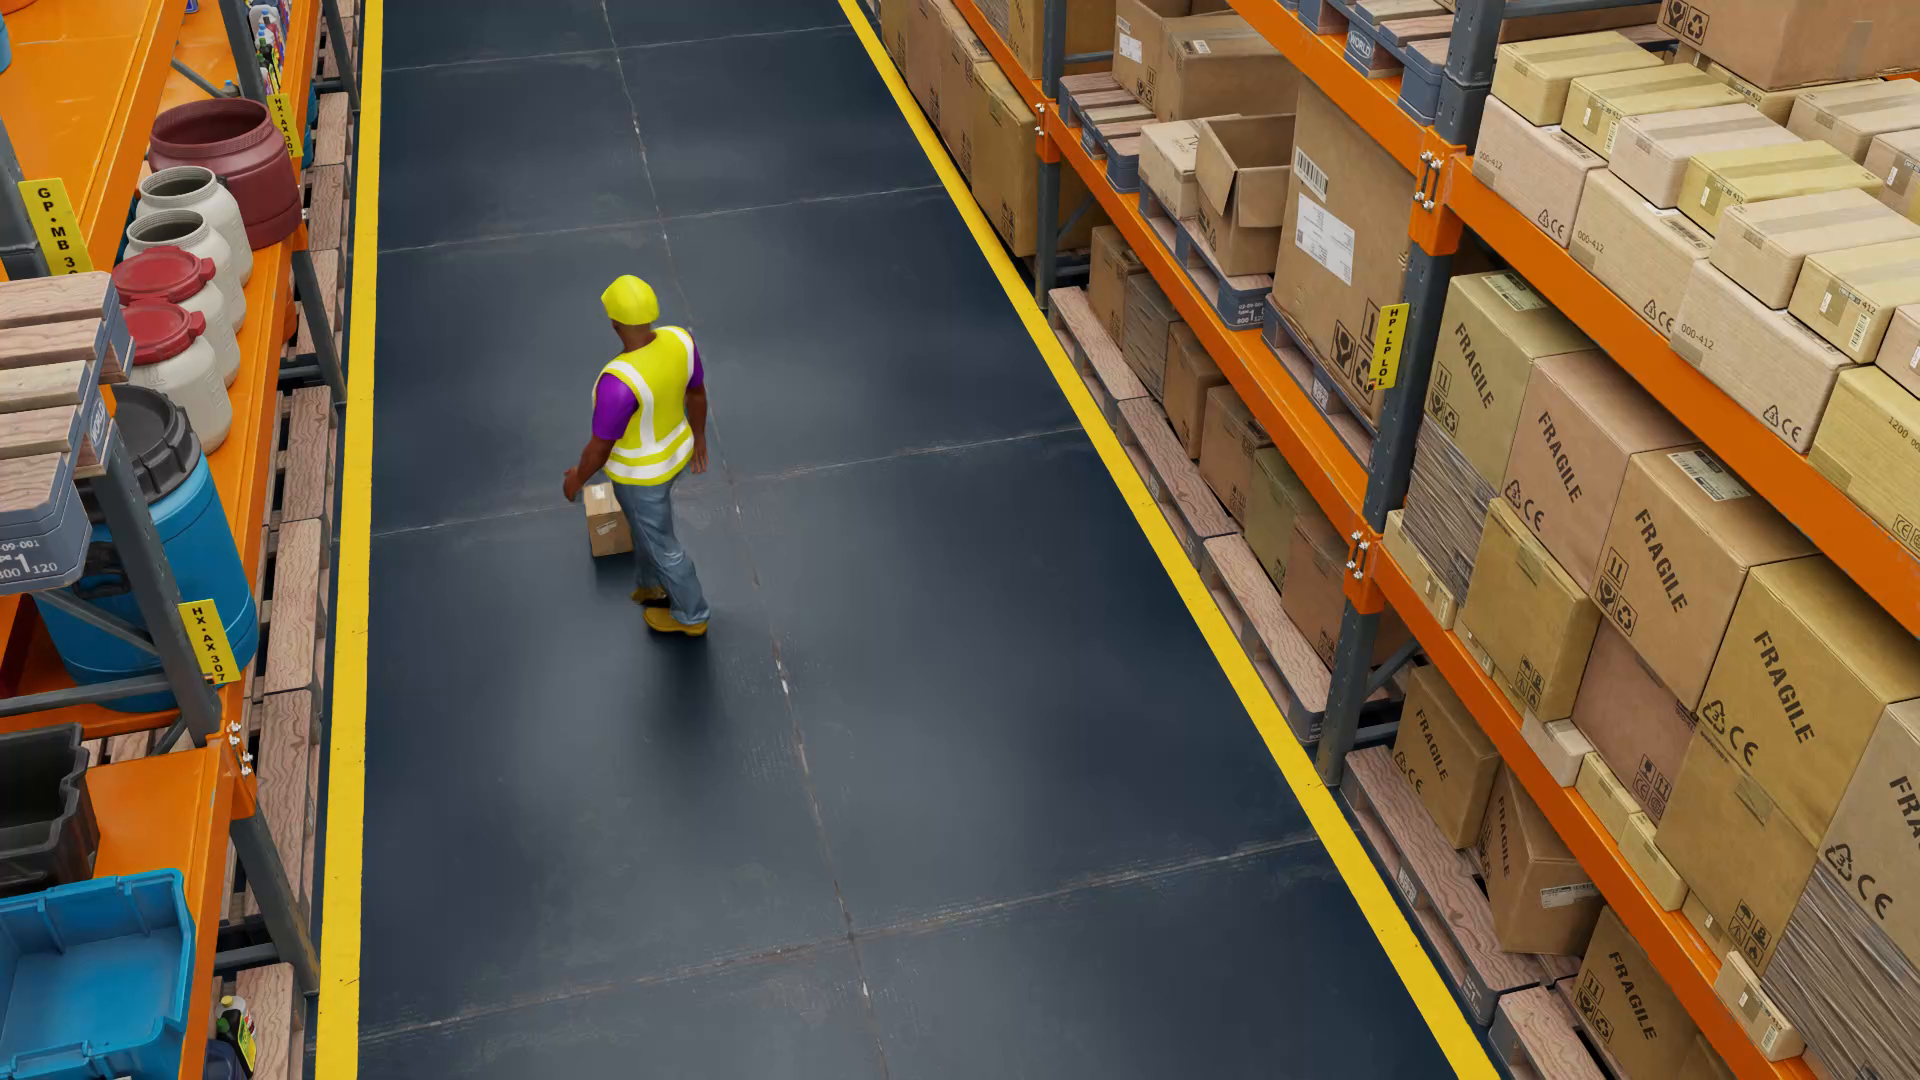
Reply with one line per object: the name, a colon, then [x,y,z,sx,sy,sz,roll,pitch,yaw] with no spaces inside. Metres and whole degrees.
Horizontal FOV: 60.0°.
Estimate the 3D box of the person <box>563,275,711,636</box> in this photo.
person: [-1.367,-0.309,7.133,0.529,1.850,0.589,13,40,16]
